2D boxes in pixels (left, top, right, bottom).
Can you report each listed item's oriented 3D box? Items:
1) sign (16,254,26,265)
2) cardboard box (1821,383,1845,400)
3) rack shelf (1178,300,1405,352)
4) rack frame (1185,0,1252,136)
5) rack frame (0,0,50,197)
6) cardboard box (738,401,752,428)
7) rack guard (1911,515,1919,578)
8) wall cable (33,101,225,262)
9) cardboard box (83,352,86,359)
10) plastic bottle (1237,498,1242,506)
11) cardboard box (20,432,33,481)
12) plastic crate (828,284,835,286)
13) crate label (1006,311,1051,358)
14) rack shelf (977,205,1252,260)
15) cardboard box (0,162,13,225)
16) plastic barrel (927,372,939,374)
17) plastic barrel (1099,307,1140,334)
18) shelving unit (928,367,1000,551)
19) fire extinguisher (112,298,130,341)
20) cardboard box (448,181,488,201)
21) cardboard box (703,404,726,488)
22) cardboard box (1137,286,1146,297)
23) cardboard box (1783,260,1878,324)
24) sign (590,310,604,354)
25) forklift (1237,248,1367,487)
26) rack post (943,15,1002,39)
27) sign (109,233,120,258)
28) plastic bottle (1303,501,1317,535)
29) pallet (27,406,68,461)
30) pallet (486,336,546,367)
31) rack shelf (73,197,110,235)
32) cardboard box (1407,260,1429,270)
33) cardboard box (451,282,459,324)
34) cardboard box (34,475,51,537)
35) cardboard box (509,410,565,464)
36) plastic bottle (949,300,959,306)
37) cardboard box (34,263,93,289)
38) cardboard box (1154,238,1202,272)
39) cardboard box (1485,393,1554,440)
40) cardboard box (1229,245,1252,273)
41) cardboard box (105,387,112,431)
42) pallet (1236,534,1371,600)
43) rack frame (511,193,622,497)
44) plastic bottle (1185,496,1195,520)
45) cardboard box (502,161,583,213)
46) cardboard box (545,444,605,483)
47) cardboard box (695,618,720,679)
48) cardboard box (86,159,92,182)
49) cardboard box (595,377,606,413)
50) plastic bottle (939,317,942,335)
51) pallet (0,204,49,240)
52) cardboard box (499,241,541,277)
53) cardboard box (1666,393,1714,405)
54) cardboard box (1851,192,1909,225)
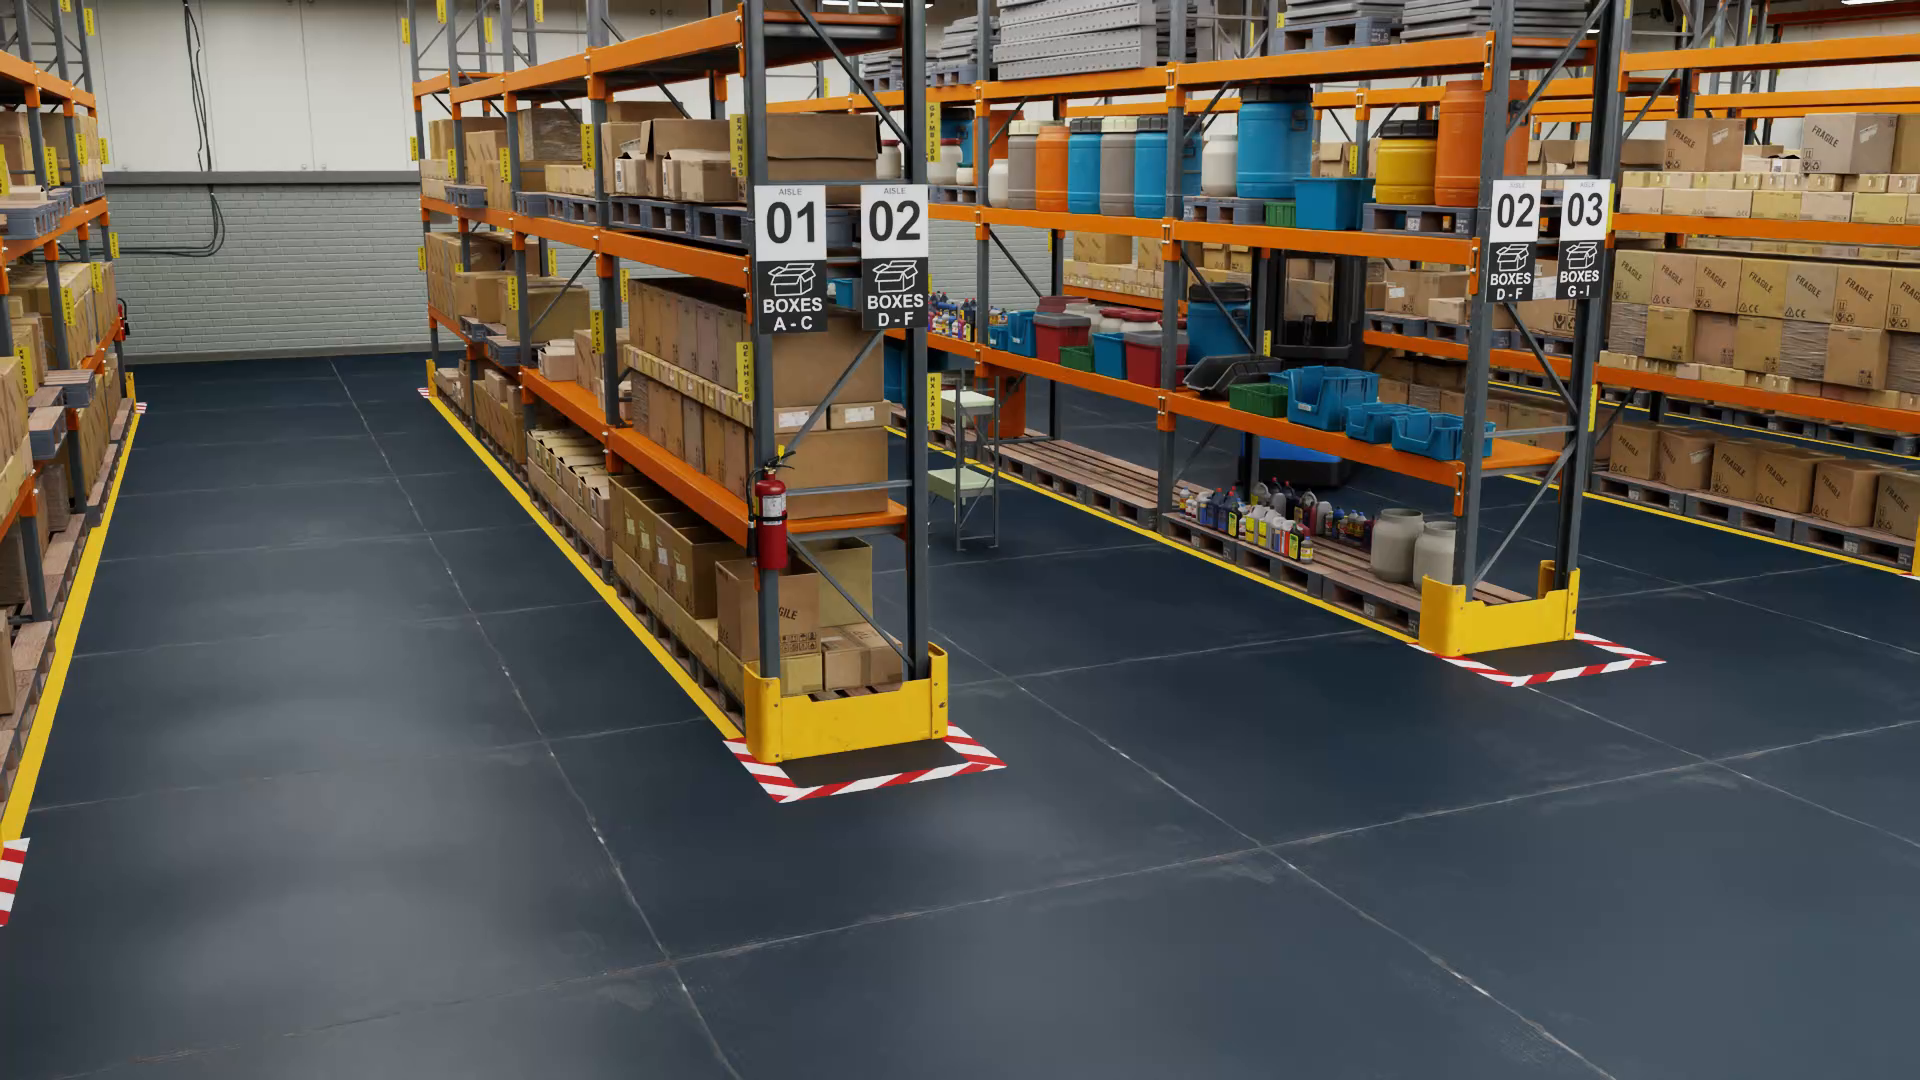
[{"bbox_3d":[-12.124,-3.555,21.481,0.100,0.325,0.005,-6,14,-23],"label":"sign"},{"bbox_3d":[7.713,-1.305,14.413,0.380,0.149,0.250,-6,14,-23],"label":"cardboard box"},{"bbox_3d":[4.406,-2.895,22.323,1.077,0.370,4.000,-6,14,-23],"label":"rack shelf"},{"bbox_3d":[3.605,-6.582,23.351,1.000,3.000,0.127,-6,14,-23],"label":"rack frame"},{"bbox_3d":[-8.409,-4.413,13.981,1.000,3.000,0.127,-6,14,-23],"label":"rack frame"},{"bbox_3d":[-1.100,-0.766,9.868,0.380,0.149,0.250,-5,14,-22],"label":"cardboard box"},{"bbox_3d":[8.381,0.022,13.665,1.175,0.500,0.348,-6,14,-23],"label":"rack guard"},{"bbox_3d":[-13.552,-5.754,26.661,3.097,2.526,0.112,-6,14,-23],"label":"wall cable"},{"bbox_3d":[-9.234,-1.947,17.141,0.380,0.149,0.250,-6,14,-23],"label":"cardboard box"},{"bbox_3d":[2.383,-0.221,14.247,0.097,0.271,0.097,0,13,0],"label":"plastic bottle"},{"bbox_3d":[-6.339,-0.530,10.797,0.500,0.250,0.500,-6,14,-23],"label":"cardboard box"},{"bbox_3d":[-1.940,-3.726,24.767,0.396,0.136,0.243,-6,14,-23],"label":"plastic crate"},{"bbox_3d":[0.819,-2.173,17.528,0.502,0.435,0.616,-6,14,-23],"label":"crate label"},{"bbox_3d":[1.470,-3.083,16.482,1.077,0.370,4.000,-6,14,-23],"label":"rack shelf"},{"bbox_3d":[-7.974,-2.736,13.112,0.797,0.503,0.637,-4,14,-15],"label":"cardboard box"},{"bbox_3d":[-0.303,-1.819,20.664,0.421,0.512,0.421,0,13,0],"label":"plastic barrel"},{"bbox_3d":[1.622,-2.084,16.919,0.433,0.535,0.433,0,13,0],"label":"plastic barrel"},{"bbox_3d":[0.003,-0.729,14.695,0.431,1.500,0.755,-6,14,-23],"label":"shelving unit"},{"bbox_3d":[-11.251,-2.997,22.164,0.296,0.674,0.183,-6,14,-23],"label":"fire extinguisher"},{"bbox_3d":[-5.912,-4.230,20.174,0.500,0.250,0.500,-6,14,-23],"label":"cardboard box"},{"bbox_3d":[-1.250,-0.643,10.776,0.700,0.500,0.500,-6,14,-23],"label":"cardboard box"},{"bbox_3d":[2.873,-3.730,24.889,0.380,0.149,0.250,-5,14,-22],"label":"cardboard box"},{"bbox_3d":[7.561,-2.158,14.444,0.500,0.500,0.500,-6,14,-23],"label":"cardboard box"},{"bbox_3d":[-2.762,-1.587,12.681,0.100,0.325,0.005,-6,14,-23],"label":"sign"},{"bbox_3d":[3.872,-2.263,18.146,1.130,2.935,3.031,5,14,20],"label":"forklift"},{"bbox_3d":[0.267,-5.711,18.447,0.624,0.289,0.986,-6,14,-23],"label":"rack post"},{"bbox_3d":[-11.111,-3.869,21.841,0.100,0.325,0.005,-6,14,-23],"label":"sign"},{"bbox_3d":[2.964,-0.193,14.099,0.061,0.283,0.133,-6,14,-23],"label":"plastic bottle"},{"bbox_3d":[-6.979,-0.742,11.848,1.003,0.211,1.213,-6,14,-23],"label":"pallet"},{"bbox_3d":[-4.207,-1.979,17.194,1.213,0.211,1.003,-6,14,-23],"label":"pallet"},{"bbox_3d":[-10.812,-3.841,19.757,1.077,0.370,4.000,-6,14,-23],"label":"rack shelf"},{"bbox_3d":[7.530,-4.462,26.614,0.500,0.500,0.500,-6,14,-25],"label":"cardboard box"},{"bbox_3d":[-6.117,-3.000,20.959,0.500,0.500,0.500,-5,14,-21],"label":"cardboard box"},{"bbox_3d":[-7.973,-0.226,13.762,0.700,0.500,0.500,-6,14,-23],"label":"cardboard box"},{"bbox_3d":[-4.461,-1.107,17.570,0.500,0.500,0.500,-5,14,-21],"label":"cardboard box"},{"bbox_3d":[-0.077,-2.892,20.987,0.152,0.276,0.135,-6,14,-23],"label":"plastic bottle"},{"bbox_3d":[-9.590,-2.812,17.780,0.500,0.250,0.500,-5,14,-22],"label":"cardboard box"},{"bbox_3d":[3.176,-4.167,24.232,0.500,0.500,0.500,-5,14,-21],"label":"cardboard box"},{"bbox_3d":[6.185,-1.347,18.607,0.700,0.500,0.500,-7,15,-28],"label":"cardboard box"},{"bbox_3d":[4.132,-3.923,22.719,0.797,0.503,0.637,-5,14,-22],"label":"cardboard box"},{"bbox_3d":[-10.217,-1.467,19.170,0.700,0.500,0.500,-5,14,-22],"label":"cardboard box"},{"bbox_3d":[2.994,0.195,13.561,1.003,0.211,1.213,-6,14,-23],"label":"pallet"},{"bbox_3d":[-3.871,-1.939,16.594,1.000,3.000,0.127,-6,14,-23],"label":"rack frame"},{"bbox_3d":[2.038,-0.284,14.673,0.097,0.201,0.097,0,13,0],"label":"plastic bottle"},{"bbox_3d":[-4.077,-3.536,16.621,0.910,0.500,0.500,-6,14,-23],"label":"cardboard box"},{"bbox_3d":[-3.510,-0.729,15.290,0.500,0.311,0.500,-6,14,-24],"label":"cardboard box"},{"bbox_3d":[-1.364,0.663,10.521,0.500,0.250,0.500,-6,14,-23],"label":"cardboard box"},{"bbox_3d":[-10.237,-4.232,19.029,0.500,0.250,0.500,-6,14,-24],"label":"cardboard box"},{"bbox_3d":[-2.789,-1.212,13.752,0.396,0.266,0.258,-6,14,-24],"label":"cardboard box"},{"bbox_3d":[-0.201,-2.507,19.492,0.097,0.201,0.097,0,13,0],"label":"plastic bottle"},{"bbox_3d":[-6.956,-2.171,11.363,1.213,0.211,1.003,-6,14,-23],"label":"pallet"},{"bbox_3d":[-5.405,-3.424,20.571,0.500,0.500,0.500,-5,14,-21],"label":"cardboard box"},{"bbox_3d":[9.954,-2.234,21.930,1.050,0.750,0.750,-6,14,-24],"label":"cardboard box"},{"bbox_3d":[7.783,-2.748,13.770,0.500,0.250,0.500,-6,14,-23],"label":"cardboard box"}]
